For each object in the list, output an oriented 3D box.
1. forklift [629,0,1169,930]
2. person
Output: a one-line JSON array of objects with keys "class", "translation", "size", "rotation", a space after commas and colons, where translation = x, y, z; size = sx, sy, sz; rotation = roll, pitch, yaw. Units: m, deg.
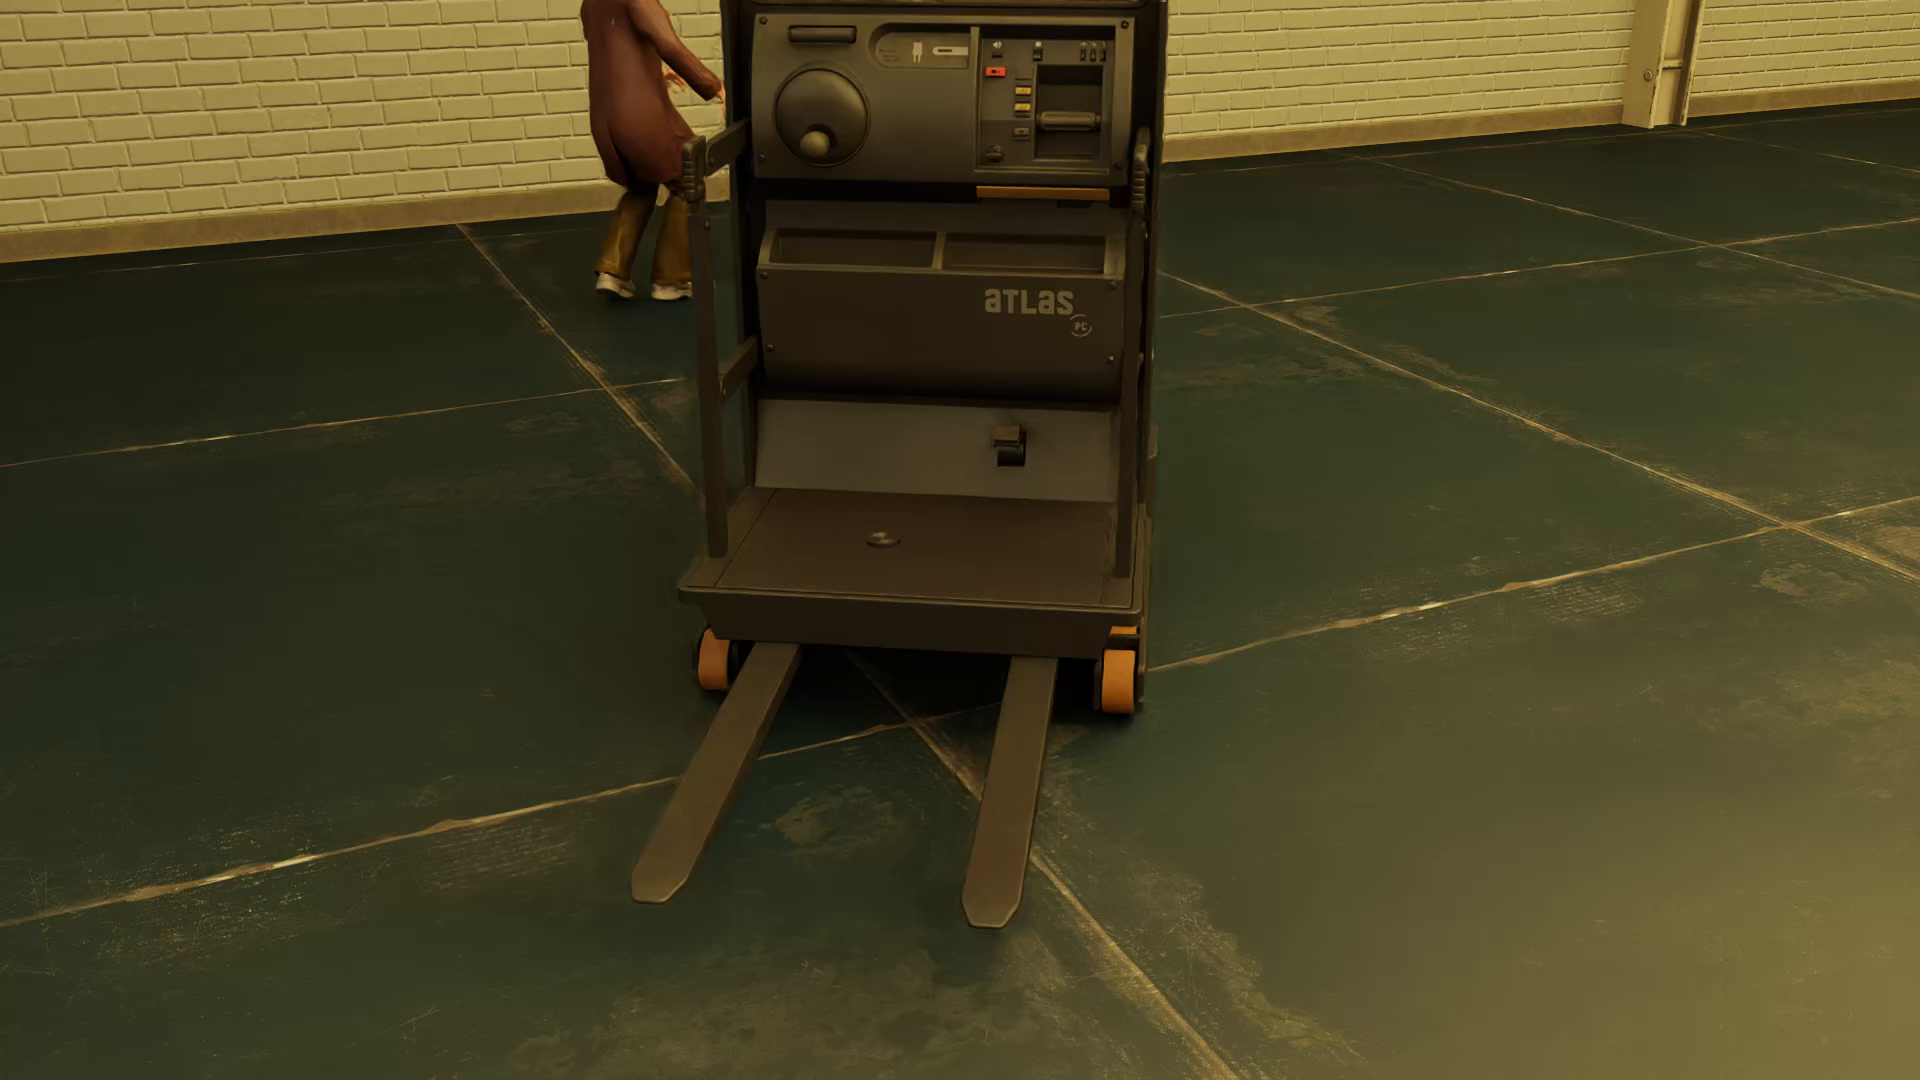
[{"class": "forklift", "translation": [-0.071, -1.064, 3.847], "size": [1.130, 2.935, 3.031], "rotation": [3, 23, 6]}, {"class": "person", "translation": [-1.358, -1.920, 7.555], "size": [0.863, 1.691, 0.756], "rotation": [17, 28, 35]}]
